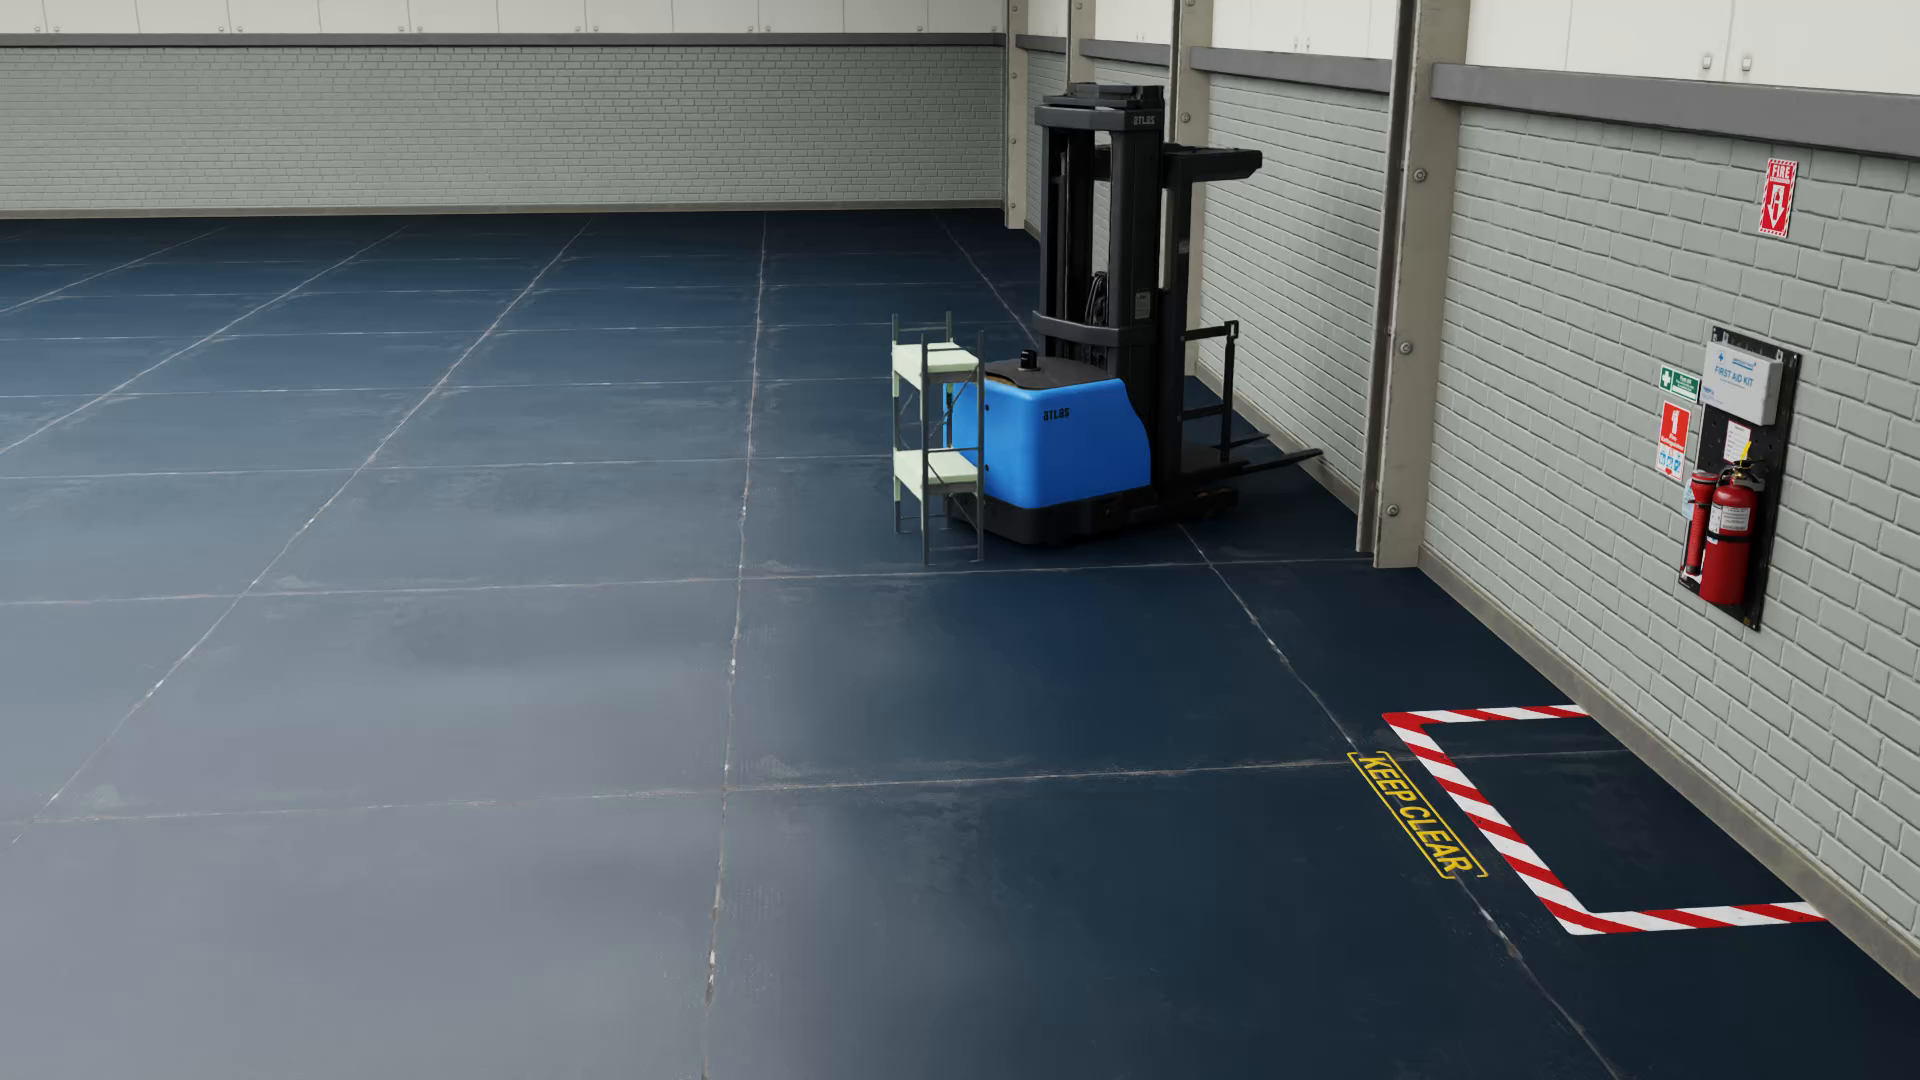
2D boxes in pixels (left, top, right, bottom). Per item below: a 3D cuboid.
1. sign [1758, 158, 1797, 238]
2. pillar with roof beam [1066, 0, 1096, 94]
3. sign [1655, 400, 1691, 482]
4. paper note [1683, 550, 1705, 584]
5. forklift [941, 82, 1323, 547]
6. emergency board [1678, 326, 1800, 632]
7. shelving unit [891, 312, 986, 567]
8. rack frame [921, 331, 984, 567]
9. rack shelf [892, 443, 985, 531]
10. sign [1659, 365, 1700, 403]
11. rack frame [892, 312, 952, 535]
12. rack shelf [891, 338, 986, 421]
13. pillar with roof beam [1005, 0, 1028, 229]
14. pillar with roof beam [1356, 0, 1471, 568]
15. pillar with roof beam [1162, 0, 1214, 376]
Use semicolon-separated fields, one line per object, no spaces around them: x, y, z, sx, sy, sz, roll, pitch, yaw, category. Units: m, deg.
3.285;-1.376;6.683;0.001;0.298;0.199;-2;18;-6;sign
-2.735;-7.620;20.424;9.100;9.000;0.400;-2;18;-6;pillar with roof beam
3.232;-0.450;7.543;0.001;0.329;0.234;-2;18;-6;sign
3.237;0.101;7.320;0.016;0.148;0.142;-2;18;-6;paper note
1.364;-1.680;11.634;3.031;2.935;1.130;-12;21;-34;forklift
3.187;-0.265;7.013;0.194;1.169;0.643;-2;18;-6;emergency board
-0.146;-0.666;10.796;0.431;1.500;0.755;-5;18;-16;shelving unit
-0.043;-0.561;10.461;0.400;1.500;0.023;-5;18;-16;rack frame
-0.146;-0.355;10.894;0.431;0.370;0.720;-5;18;-16;rack shelf
3.224;-0.701;7.458;0.001;0.109;0.331;-2;18;-6;sign
-0.249;-0.772;11.131;0.400;1.500;0.023;-5;18;-16;rack frame
-0.146;-1.039;10.679;0.431;0.370;0.720;-5;18;-16;rack shelf
-3.354;-9.407;26.118;9.100;9.000;0.400;-2;18;-6;pillar with roof beam
-1.497;-4.044;9.036;9.100;9.000;0.400;-2;18;-6;pillar with roof beam
-2.116;-5.832;14.730;9.100;9.000;0.400;-2;18;-6;pillar with roof beam
